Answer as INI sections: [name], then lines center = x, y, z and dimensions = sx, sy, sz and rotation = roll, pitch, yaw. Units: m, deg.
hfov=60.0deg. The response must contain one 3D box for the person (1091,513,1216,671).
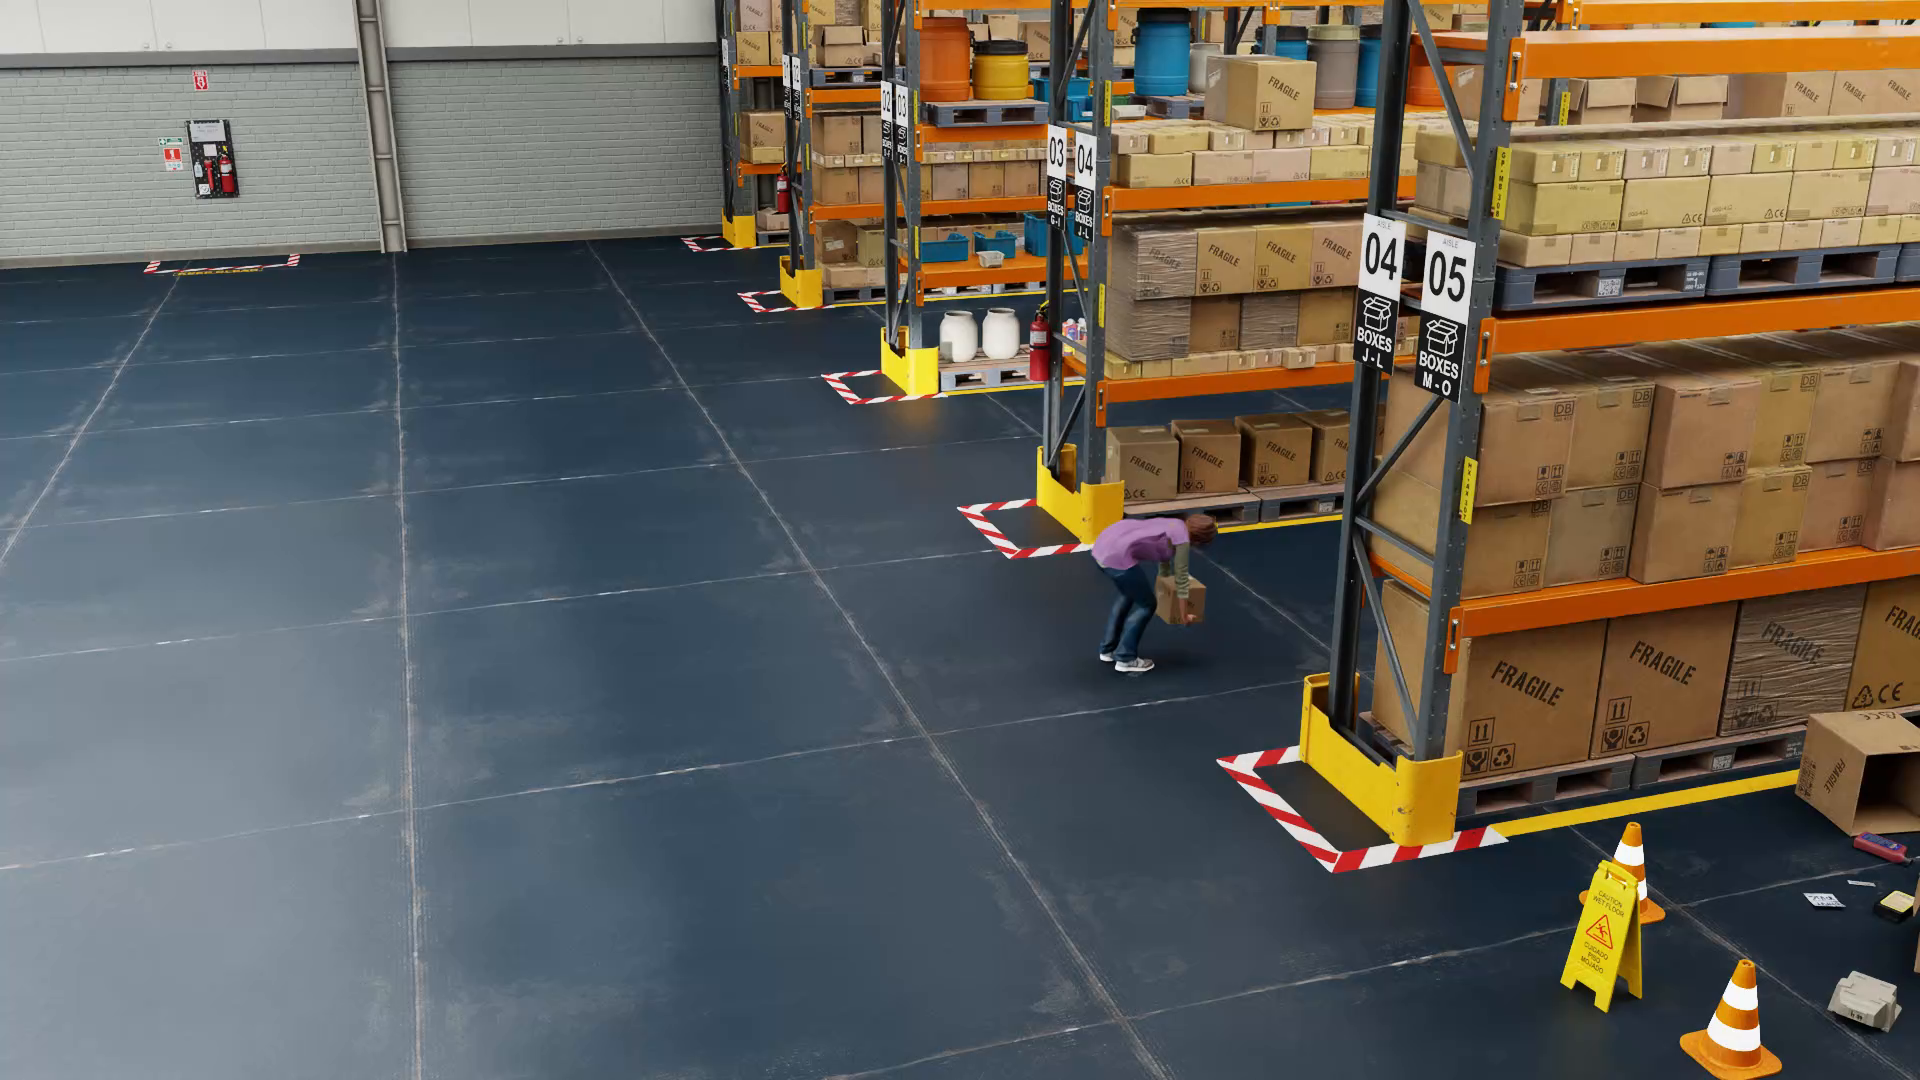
[person]
center = 1.282, 0.338, 11.008
dimensions = 0.868, 1.012, 0.389
rotation = -7, 21, -19
